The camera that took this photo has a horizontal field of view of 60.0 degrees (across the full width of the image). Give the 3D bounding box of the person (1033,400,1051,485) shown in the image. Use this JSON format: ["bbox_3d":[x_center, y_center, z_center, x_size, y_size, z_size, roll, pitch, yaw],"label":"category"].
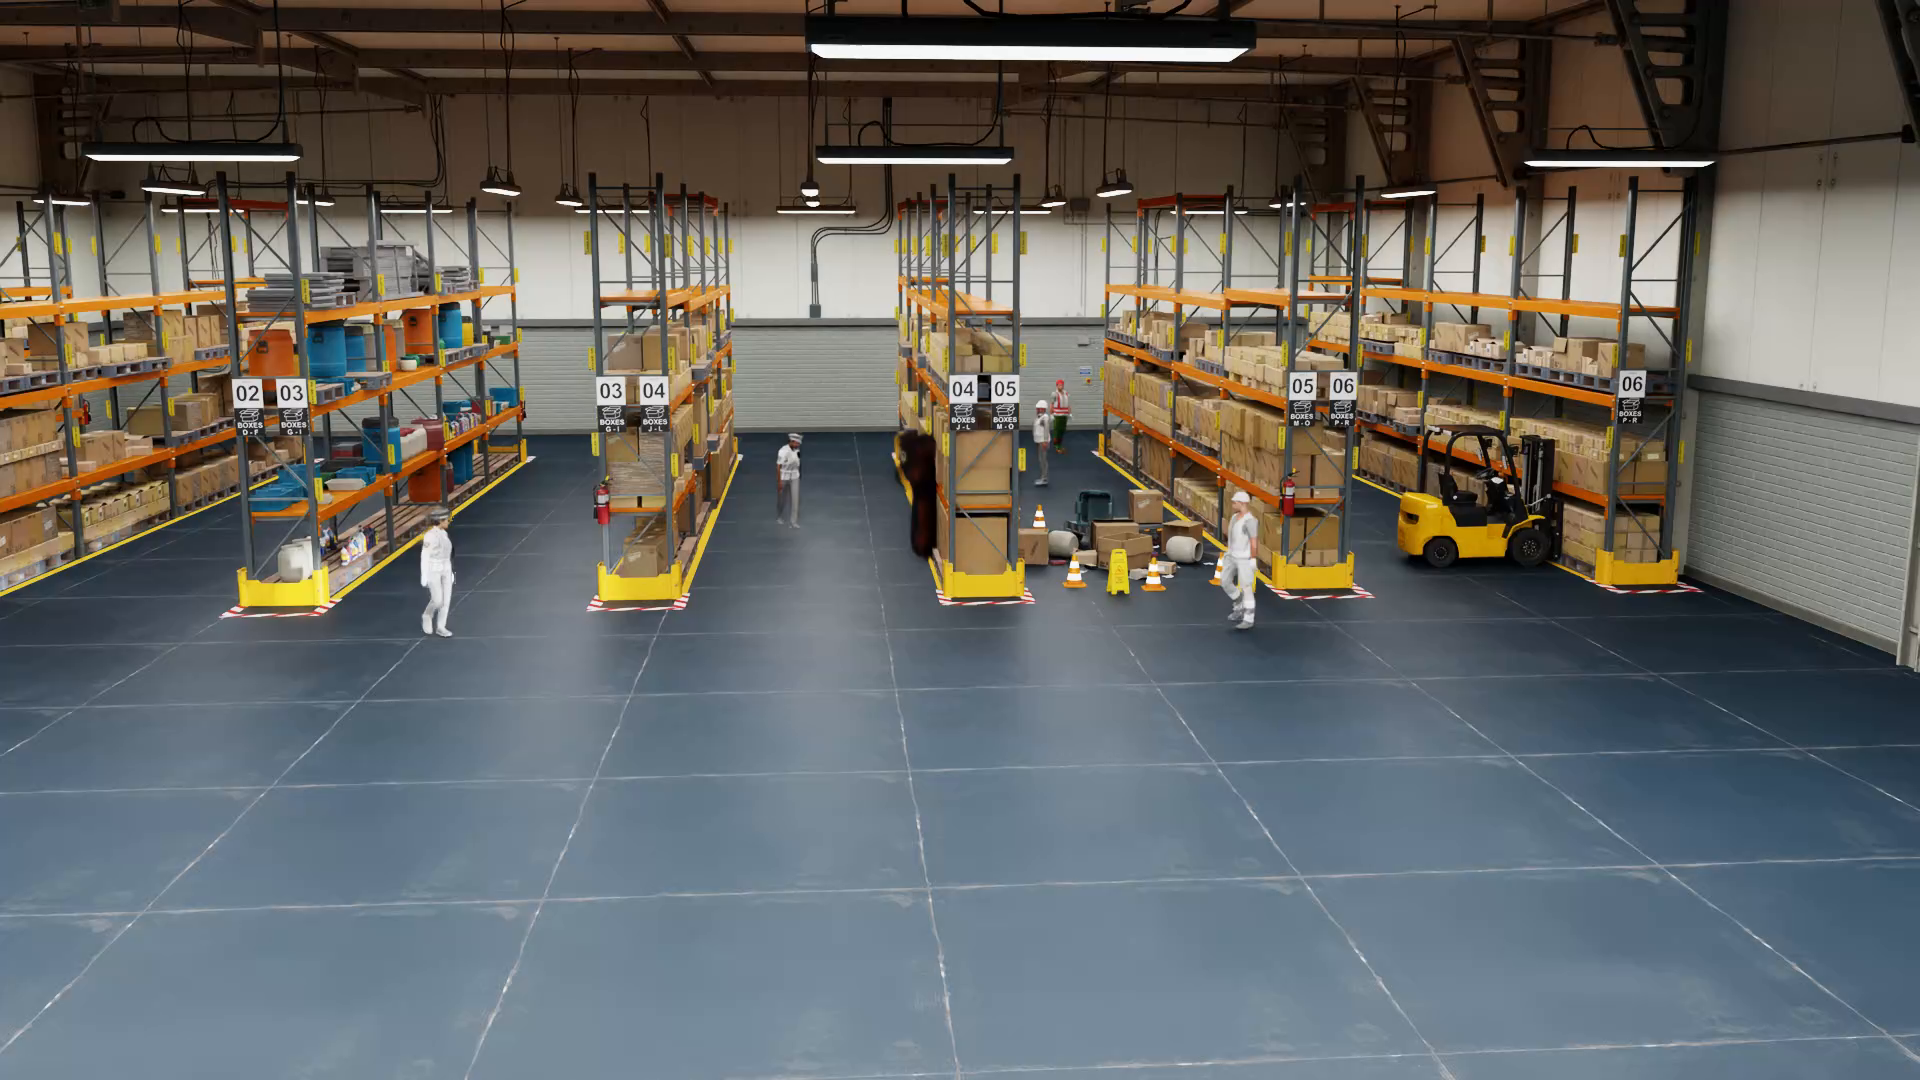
[{"bbox_3d":[1.733,-2.076,35.315,0.361,1.779,0.598,-2,10,-9],"label":"person"}]

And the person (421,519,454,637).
[{"bbox_3d":[-6.751,0.441,21.451,0.458,1.629,0.515,8,13,37],"label":"person"}]

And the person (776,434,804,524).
[{"bbox_3d":[-2.918,-1.056,28.209,0.474,1.539,0.695,-3,11,-18],"label":"person"}]

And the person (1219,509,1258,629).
[{"bbox_3d":[3.736,0.358,22.099,0.443,1.554,0.589,-5,11,-26],"label":"person"}]

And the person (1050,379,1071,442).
[{"bbox_3d":[2.462,-3.163,40.686,0.577,1.537,0.342,-7,12,-34],"label":"person"}]
